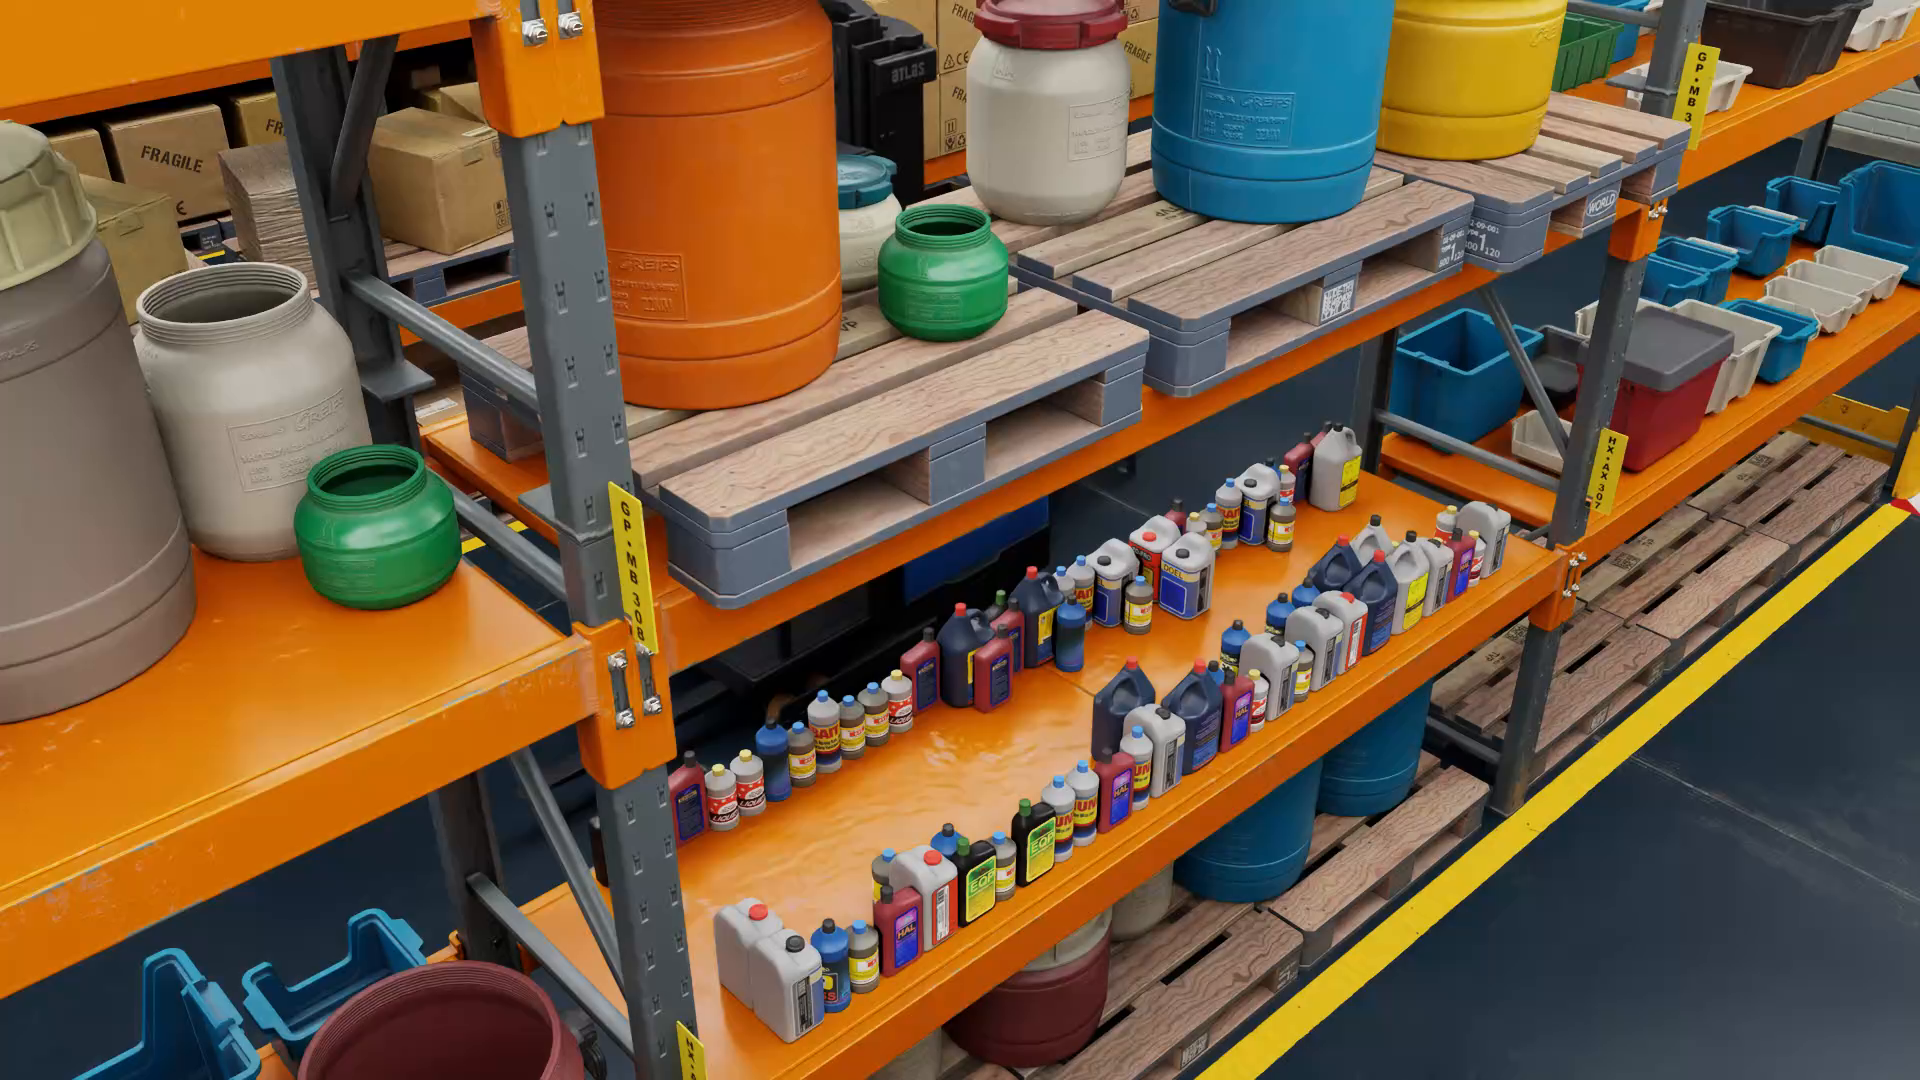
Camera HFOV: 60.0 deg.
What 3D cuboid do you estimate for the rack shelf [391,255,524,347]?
[{"bbox_3d":[-2.869,-1.218,8.557,4.000,0.370,1.077,-26,40,-35],"label":"rack shelf"}]

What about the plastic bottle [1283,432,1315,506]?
[{"bbox_3d":[1.306,-0.274,6.435,0.133,0.283,0.061,-26,40,-35],"label":"plastic bottle"}]

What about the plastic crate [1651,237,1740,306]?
[{"bbox_3d":[3.525,-1.283,8.075,0.300,0.233,0.416,-26,40,-35],"label":"plastic crate"}]

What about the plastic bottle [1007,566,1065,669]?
[{"bbox_3d":[0.252,0.236,5.536,0.185,0.351,0.144,-26,40,-35],"label":"plastic bottle"}]

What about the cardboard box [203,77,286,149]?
[{"bbox_3d":[-5.162,-3.110,12.619,0.750,0.750,0.750,-25,40,-35],"label":"cardboard box"}]

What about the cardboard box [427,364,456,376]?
[{"bbox_3d":[-3.049,-0.730,9.044,0.500,0.500,0.500,28,41,37],"label":"cardboard box"}]

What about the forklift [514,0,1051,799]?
[{"bbox_3d":[-0.932,-0.715,7.110,1.130,2.935,3.031,27,40,37],"label":"forklift"}]

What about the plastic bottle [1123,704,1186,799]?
[{"bbox_3d":[0.583,0.612,4.993,0.135,0.276,0.152,-26,40,-35],"label":"plastic bottle"}]

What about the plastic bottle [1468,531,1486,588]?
[{"bbox_3d":[1.827,0.061,5.965,0.097,0.201,0.097,0,31,0],"label":"plastic bottle"}]

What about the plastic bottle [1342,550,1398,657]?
[{"bbox_3d":[1.375,0.199,5.596,0.185,0.351,0.144,-26,40,-35],"label":"plastic bottle"}]

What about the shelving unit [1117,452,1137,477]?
[{"bbox_3d":[0.443,-0.901,8.786,0.538,1.500,1.048,27,40,37],"label":"shelving unit"}]

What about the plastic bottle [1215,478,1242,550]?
[{"bbox_3d":[0.992,-0.105,6.169,0.097,0.271,0.097,0,31,0],"label":"plastic bottle"}]

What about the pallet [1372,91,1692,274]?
[{"bbox_3d":[1.454,-1.222,5.179,1.003,0.211,1.213,-26,40,-35],"label":"pallet"}]

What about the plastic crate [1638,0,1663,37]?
[{"bbox_3d":[2.636,-2.102,6.690,0.466,0.136,0.293,-26,40,-35],"label":"plastic crate"}]

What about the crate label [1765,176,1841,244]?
[{"bbox_3d":[4.491,-1.750,8.839,0.303,0.233,0.416,-26,40,-35],"label":"crate label"}]

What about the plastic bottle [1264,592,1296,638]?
[{"bbox_3d":[1.059,0.295,5.515,0.097,0.271,0.097,0,31,0],"label":"plastic bottle"}]

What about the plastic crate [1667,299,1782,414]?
[{"bbox_3d":[3.208,-0.785,7.214,0.530,0.282,0.437,-26,40,-35],"label":"plastic crate"}]

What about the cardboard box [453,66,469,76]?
[{"bbox_3d":[-3.785,-3.644,13.827,0.500,0.500,0.700,-26,40,-36],"label":"cardboard box"}]

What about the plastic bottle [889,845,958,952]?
[{"bbox_3d":[-0.094,0.939,4.457,0.135,0.276,0.152,-26,40,-35],"label":"plastic bottle"}]

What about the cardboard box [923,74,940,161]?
[{"bbox_3d":[-0.470,-2.537,9.927,0.500,0.500,0.500,-25,39,-35],"label":"cardboard box"}]

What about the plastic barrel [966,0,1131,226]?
[{"bbox_3d":[0.227,-1.123,4.303,0.433,0.535,0.433,0,31,0],"label":"plastic barrel"}]

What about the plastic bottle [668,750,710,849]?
[{"bbox_3d":[-0.795,0.742,4.774,0.133,0.283,0.061,-26,40,-35],"label":"plastic bottle"}]

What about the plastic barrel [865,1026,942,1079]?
[{"bbox_3d":[-0.270,1.548,5.325,0.421,0.512,0.421,0,31,0],"label":"plastic barrel"}]

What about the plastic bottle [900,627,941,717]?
[{"bbox_3d":[-0.126,0.418,5.303,0.133,0.283,0.061,-26,40,-35],"label":"plastic bottle"}]

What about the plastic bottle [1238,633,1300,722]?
[{"bbox_3d":[0.987,0.416,5.313,0.135,0.276,0.152,-26,40,-35],"label":"plastic bottle"}]

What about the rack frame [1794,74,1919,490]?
[{"bbox_3d":[4.896,-1.757,8.748,0.127,3.000,1.000,-26,40,-35],"label":"rack frame"}]

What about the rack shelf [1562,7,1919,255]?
[{"bbox_3d":[3.429,-2.021,6.993,4.000,0.370,1.077,-26,40,-35],"label":"rack shelf"}]

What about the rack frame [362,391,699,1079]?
[{"bbox_3d":[-0.971,1.080,4.108,0.127,3.000,1.000,-26,40,-35],"label":"rack frame"}]

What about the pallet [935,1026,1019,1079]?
[{"bbox_3d":[-0.421,1.975,5.319,1.213,0.211,1.003,-26,40,-35],"label":"pallet"}]

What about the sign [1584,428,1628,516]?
[{"bbox_3d":[2.335,-0.245,6.011,0.005,0.325,0.100,-26,40,-35],"label":"sign"}]

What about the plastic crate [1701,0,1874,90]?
[{"bbox_3d":[3.060,-1.898,6.229,0.590,0.269,0.497,-26,40,-35],"label":"plastic crate"}]

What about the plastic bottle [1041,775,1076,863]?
[{"bbox_3d":[0.276,0.782,4.720,0.097,0.271,0.097,0,31,0],"label":"plastic bottle"}]

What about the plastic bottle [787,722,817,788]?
[{"bbox_3d":[-0.484,0.639,5.020,0.097,0.201,0.097,0,31,0],"label":"plastic bottle"}]

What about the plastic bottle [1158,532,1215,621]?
[{"bbox_3d":[0.789,0.120,5.798,0.135,0.276,0.152,-26,40,-35],"label":"plastic bottle"}]

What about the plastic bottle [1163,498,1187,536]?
[{"bbox_3d":[0.752,-0.007,5.997,0.133,0.283,0.061,-26,40,-35],"label":"plastic bottle"}]

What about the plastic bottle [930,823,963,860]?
[{"bbox_3d":[-0.032,0.887,4.547,0.097,0.271,0.097,0,31,0],"label":"plastic bottle"}]

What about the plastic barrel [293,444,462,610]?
[{"bbox_3d":[-1.117,-0.026,3.191,0.294,0.245,0.294,0,31,0],"label":"plastic barrel"}]

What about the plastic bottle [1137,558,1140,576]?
[{"bbox_3d":[0.581,0.124,5.862,0.097,0.201,0.097,0,31,0],"label":"plastic bottle"}]

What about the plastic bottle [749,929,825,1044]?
[{"bbox_3d":[-0.434,1.104,4.189,0.135,0.276,0.152,-26,40,-35],"label":"plastic bottle"}]

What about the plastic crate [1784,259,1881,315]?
[{"bbox_3d":[4.198,-1.214,8.056,0.243,0.136,0.396,-26,40,-35],"label":"plastic crate"}]

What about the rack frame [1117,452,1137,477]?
[{"bbox_3d":[0.798,-1.091,9.097,0.500,1.500,0.032,27,40,37],"label":"rack frame"}]

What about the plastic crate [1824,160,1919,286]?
[{"bbox_3d":[4.777,-1.608,8.412,0.499,0.435,0.616,-26,40,-35],"label":"plastic crate"}]

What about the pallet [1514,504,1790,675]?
[{"bbox_3d":[3.370,0.141,8.318,1.213,0.211,1.003,-26,40,-35],"label":"pallet"}]

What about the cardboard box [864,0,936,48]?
[{"bbox_3d":[-0.488,-2.946,9.639,0.500,0.500,0.500,-27,41,-37],"label":"cardboard box"}]

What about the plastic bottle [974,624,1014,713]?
[{"bbox_3d":[0.108,0.408,5.320,0.133,0.283,0.061,-26,40,-35],"label":"plastic bottle"}]

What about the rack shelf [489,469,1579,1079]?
[{"bbox_3d":[0.496,0.678,5.456,4.000,0.370,1.077,-26,40,-35],"label":"rack shelf"}]

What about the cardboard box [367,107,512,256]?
[{"bbox_3d":[-2.656,-1.806,8.330,0.700,0.500,0.500,18,36,27],"label":"cardboard box"}]

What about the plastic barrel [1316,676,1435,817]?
[{"bbox_3d":[1.552,0.564,6.561,0.708,0.901,0.600,-26,40,-35],"label":"plastic barrel"}]
